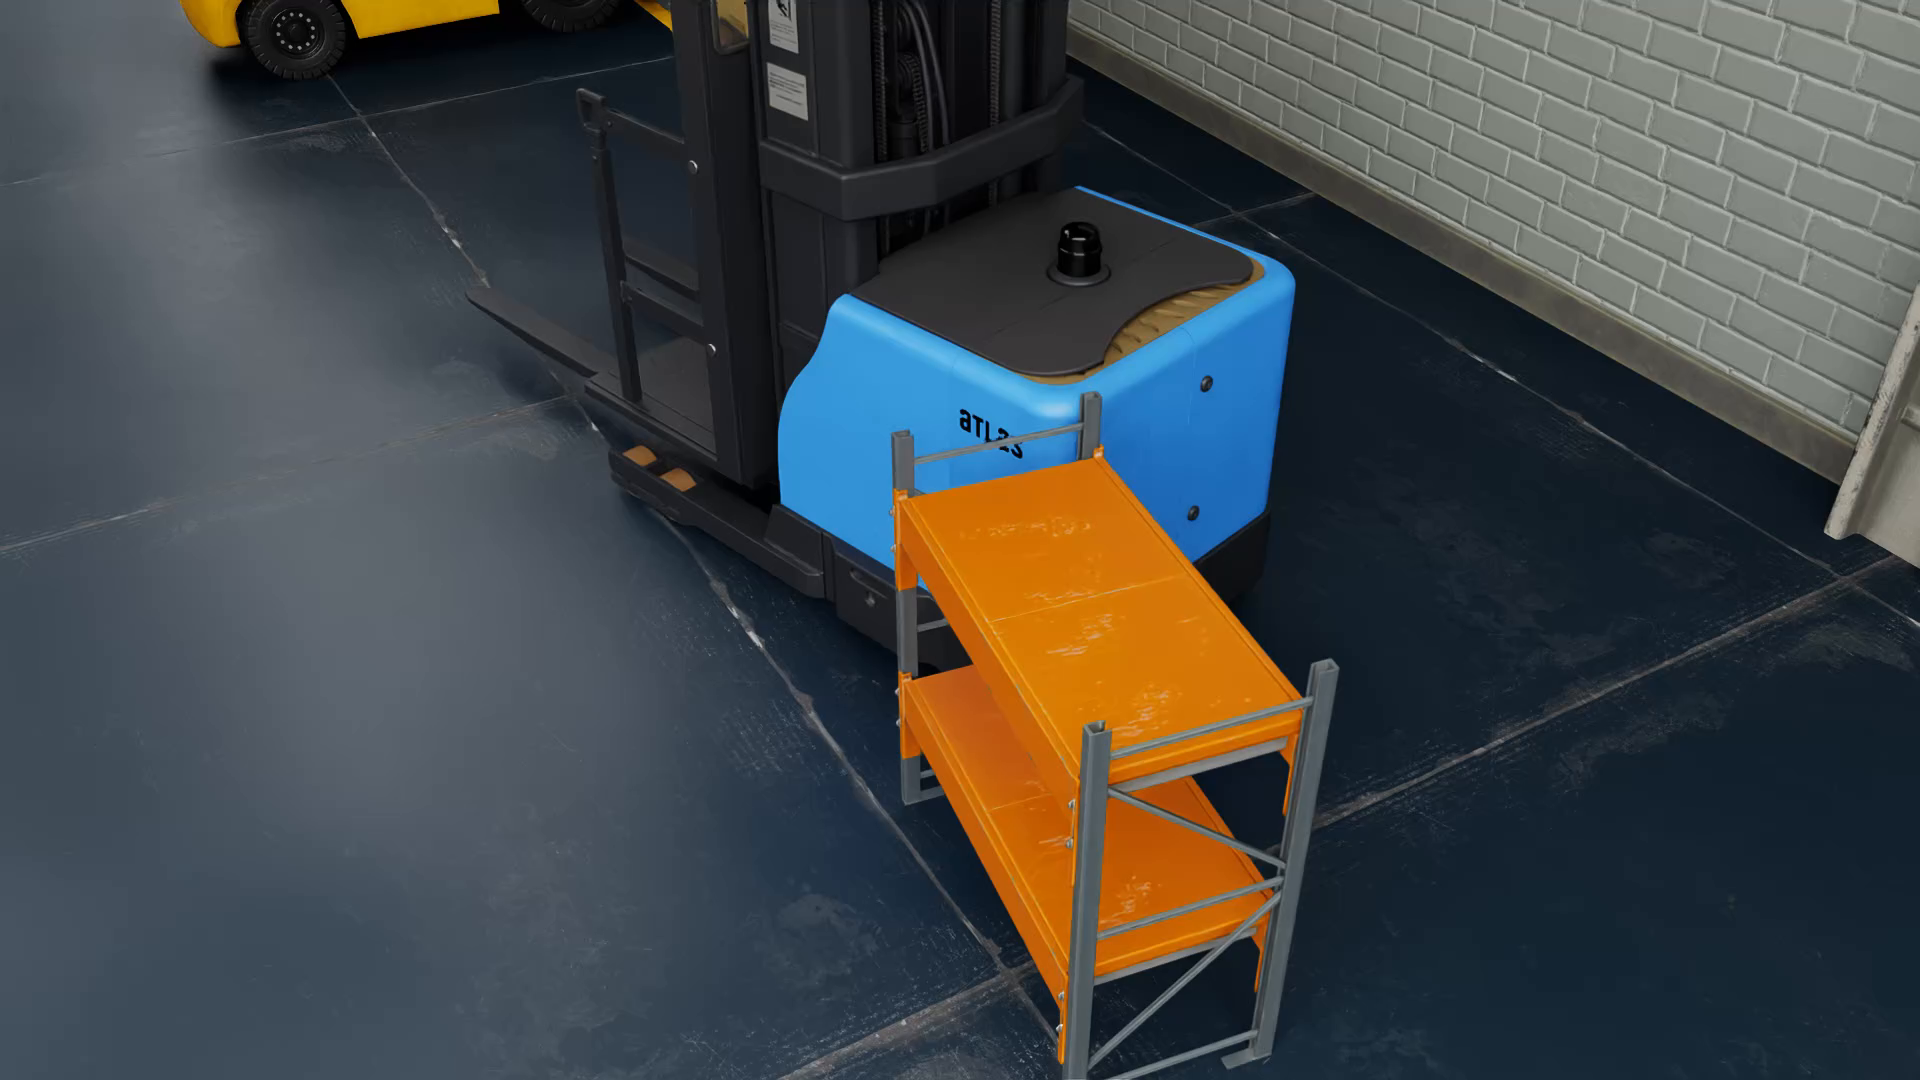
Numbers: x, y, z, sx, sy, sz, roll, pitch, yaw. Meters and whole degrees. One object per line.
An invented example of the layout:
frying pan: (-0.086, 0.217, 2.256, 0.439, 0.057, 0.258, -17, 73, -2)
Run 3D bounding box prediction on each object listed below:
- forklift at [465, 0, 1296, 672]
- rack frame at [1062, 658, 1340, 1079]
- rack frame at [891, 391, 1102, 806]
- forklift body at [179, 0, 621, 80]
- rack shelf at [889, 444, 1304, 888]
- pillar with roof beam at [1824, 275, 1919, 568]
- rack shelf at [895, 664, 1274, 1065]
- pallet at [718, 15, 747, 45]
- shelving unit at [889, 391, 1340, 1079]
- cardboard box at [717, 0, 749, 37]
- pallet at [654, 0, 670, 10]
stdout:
forklift: (-0.499, -1.441, 4.738, 3.031, 2.935, 1.130, 29, 45, 34)
rack frame: (0.452, 0.732, 3.294, 0.500, 1.125, 0.032, -13, 38, -17)
rack frame: (0.086, 0.173, 4.060, 0.500, 1.125, 0.032, -13, 38, -17)
forklift body: (-2.999, -3.706, 8.500, 2.313, 2.155, 1.214, -19, 40, -24)
rack shelf: (0.269, 0.216, 3.504, 0.538, 0.278, 1.000, -13, 38, -17)
pillar with roof beam: (-0.748, -2.331, 0.812, 9.100, 9.000, 0.400, -19, 40, -24)
rack shelf: (0.269, 0.650, 3.821, 0.538, 0.278, 1.000, -13, 38, -17)
pallet: (-0.890, -2.873, 9.005, 1.003, 0.211, 1.213, -19, 40, -24)
shelving unit: (0.269, 0.452, 3.677, 0.538, 1.125, 1.048, -13, 38, -17)
cardboard box: (-0.978, -2.827, 8.553, 0.500, 0.250, 0.500, -19, 40, -24)
pallet: (-1.499, -3.495, 9.856, 1.003, 0.211, 1.213, -19, 40, -24)
